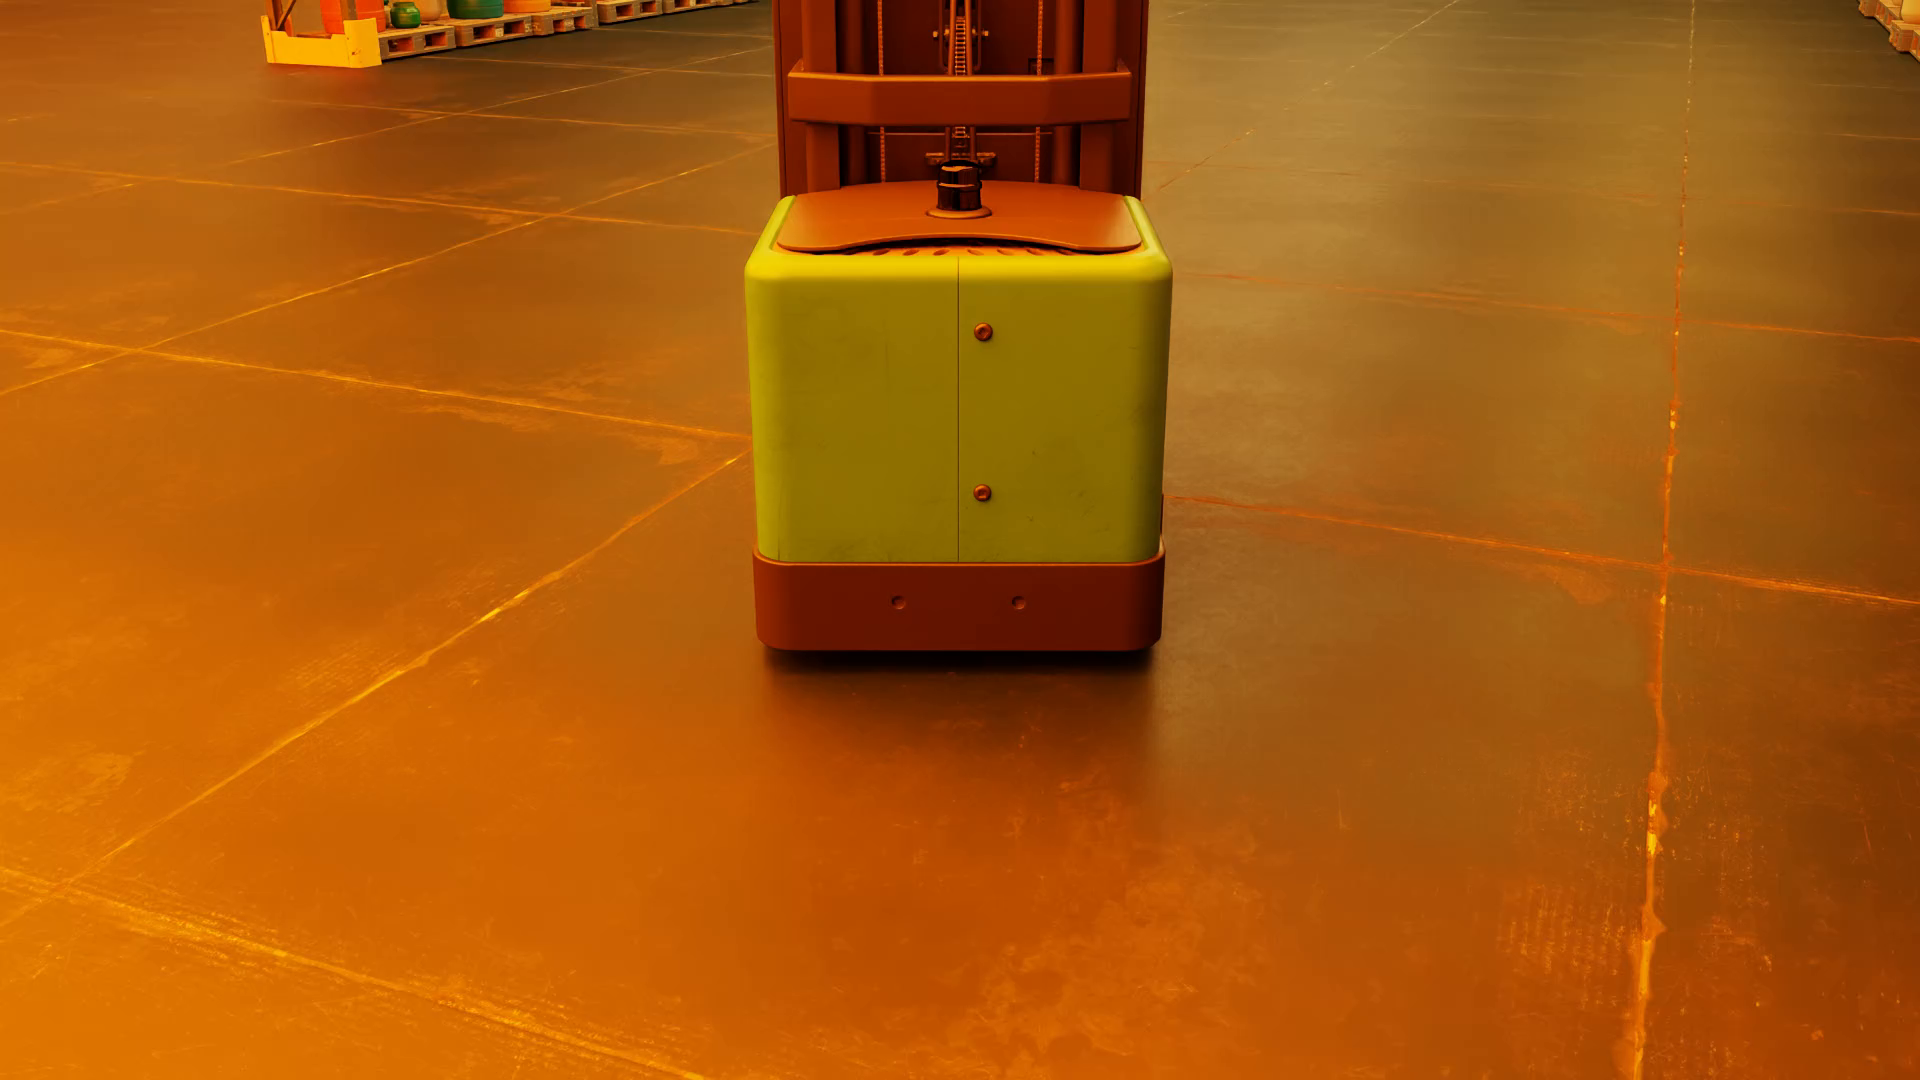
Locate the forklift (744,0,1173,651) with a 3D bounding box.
[{"bbox_3d":[0.002,-1.587,5.089,1.130,2.935,3.031,0,23,0],"label":"forklift"}]
